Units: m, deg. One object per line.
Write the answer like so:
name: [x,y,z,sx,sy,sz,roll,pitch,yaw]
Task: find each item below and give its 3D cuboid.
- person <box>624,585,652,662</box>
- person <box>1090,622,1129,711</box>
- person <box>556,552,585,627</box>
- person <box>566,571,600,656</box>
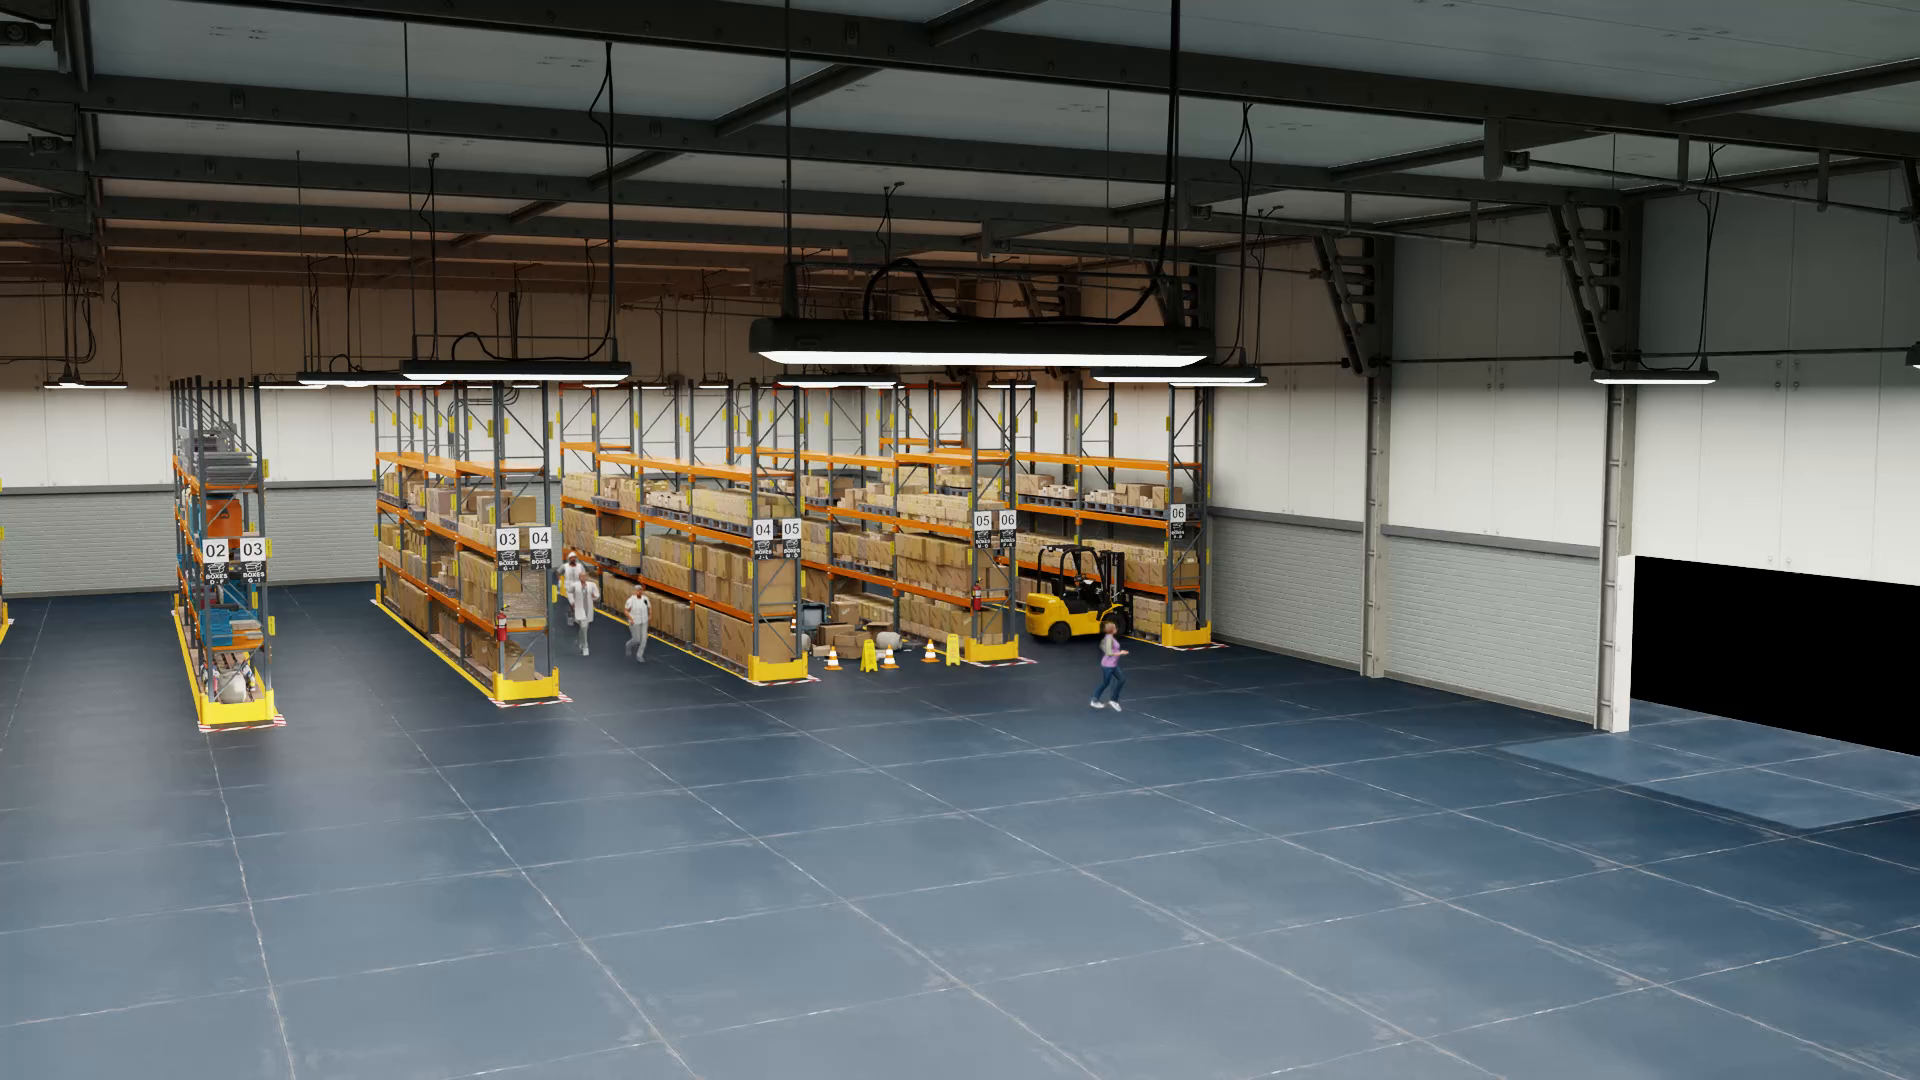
person: [-6.848,1.767,35.492,0.600,1.641,0.596,-3,6,-30]
person: [2.685,2.282,29.814,0.702,1.634,0.513,2,5,17]
person: [-9.500,1.209,40.809,0.656,1.824,0.744,-3,6,-30]
person: [-8.259,1.590,36.568,0.671,1.839,0.912,-3,6,-31]
